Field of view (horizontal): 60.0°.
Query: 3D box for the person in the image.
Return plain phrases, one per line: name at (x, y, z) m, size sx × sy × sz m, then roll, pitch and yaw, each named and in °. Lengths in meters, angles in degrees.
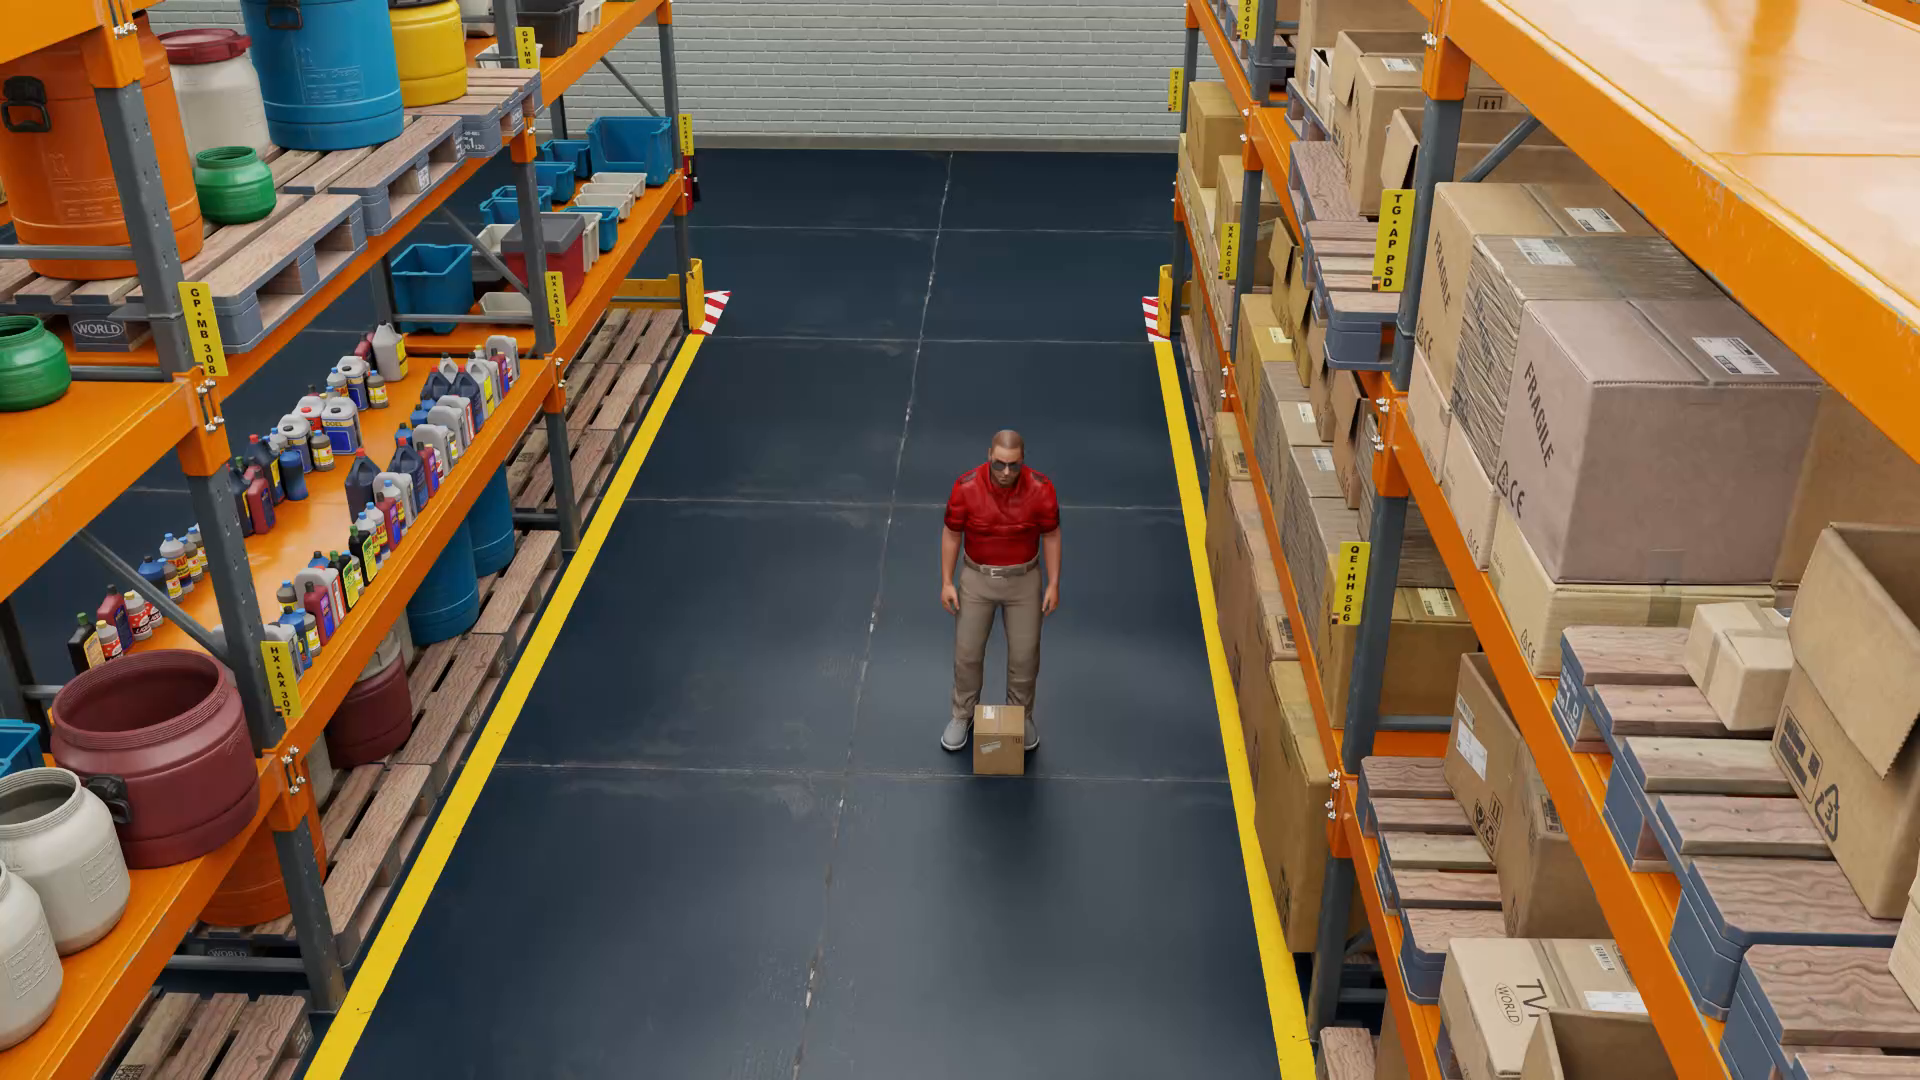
person at (0.201, 0.228, 8.203) m, size 0.593 × 1.726 × 0.387 m, roll 1°, pitch 28°, yaw 1°
